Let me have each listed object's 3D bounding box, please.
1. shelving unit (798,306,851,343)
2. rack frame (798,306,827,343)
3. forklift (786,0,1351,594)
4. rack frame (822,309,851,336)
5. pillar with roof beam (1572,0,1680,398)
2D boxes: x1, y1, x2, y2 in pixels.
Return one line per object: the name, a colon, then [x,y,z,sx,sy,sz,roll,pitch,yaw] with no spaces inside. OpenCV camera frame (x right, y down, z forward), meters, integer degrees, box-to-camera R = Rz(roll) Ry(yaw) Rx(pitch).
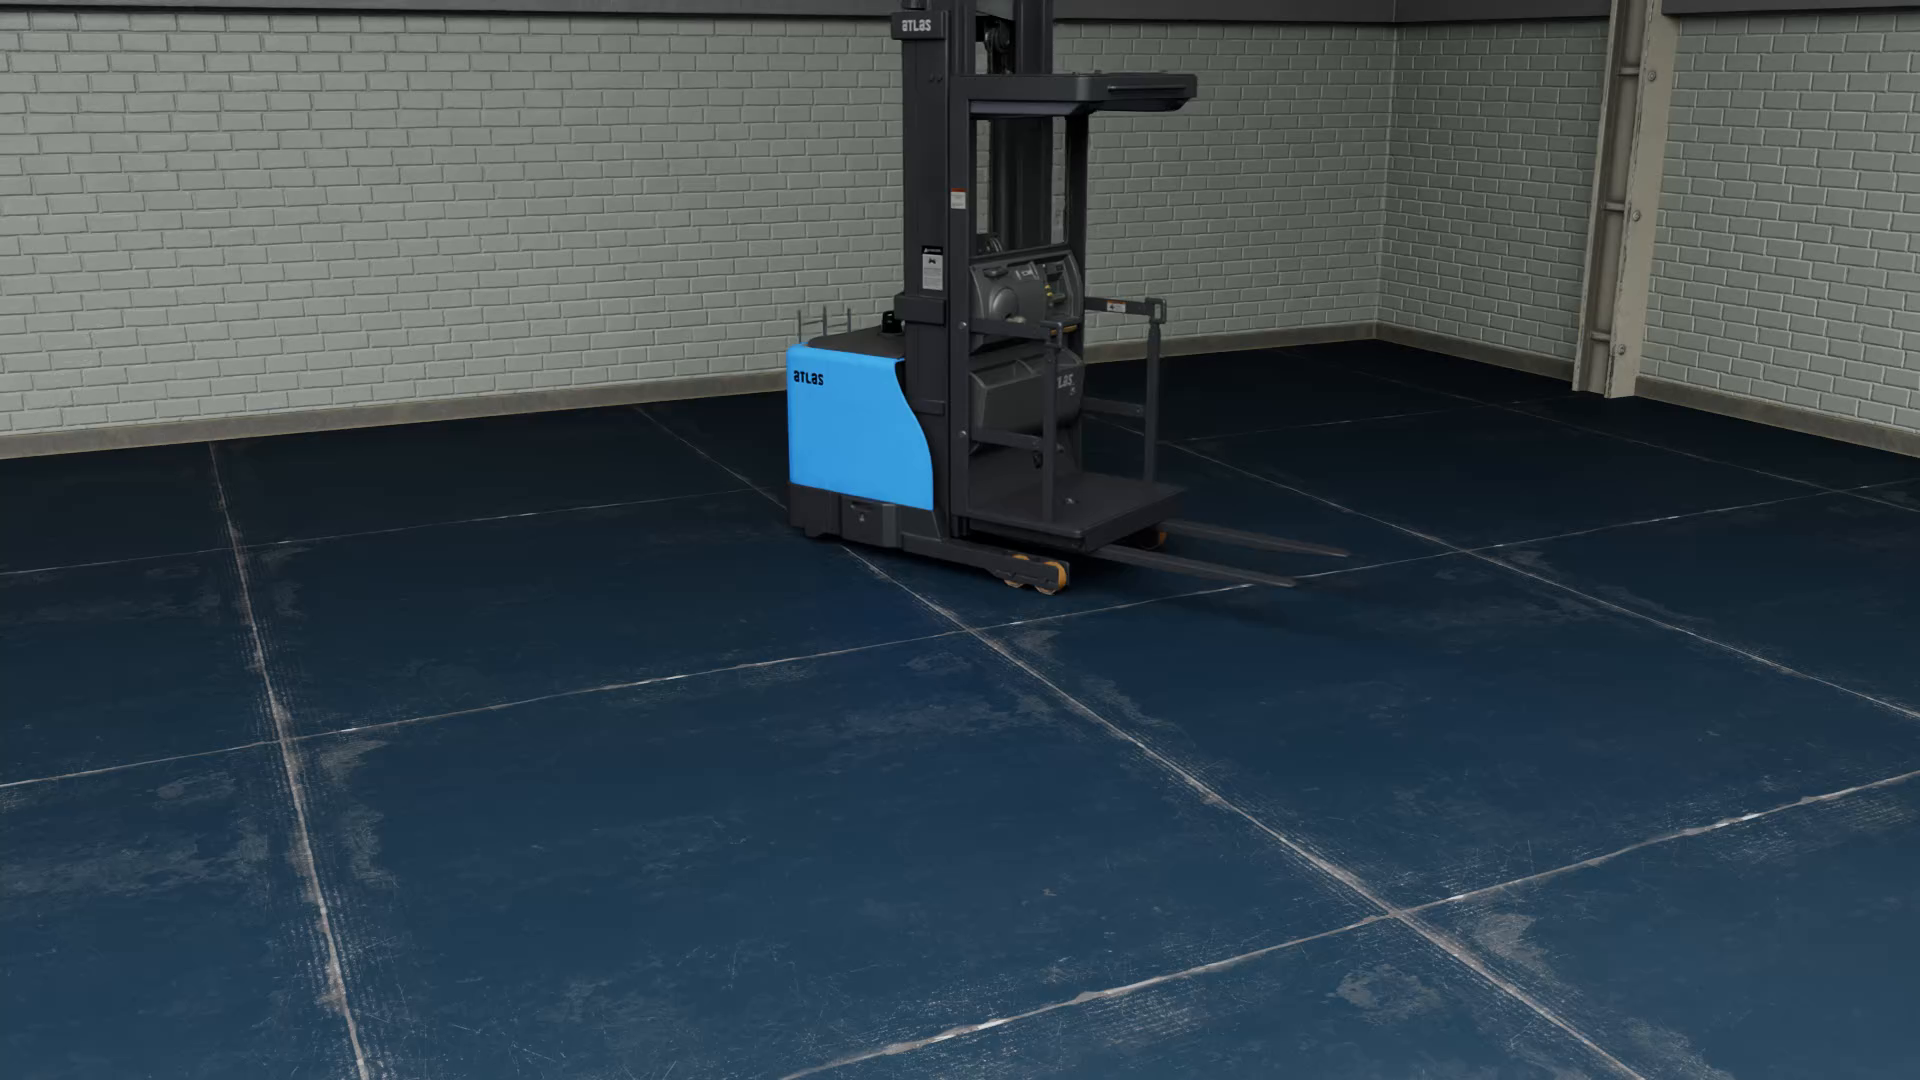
shelving unit: [-0.775,-0.737,9.642,0.189,1.200,0.258,12,20,35]
rack frame: [-0.848,-0.752,9.695,0.006,1.200,0.240,12,20,35]
forklift: [0.520,-1.303,8.476,3.031,2.935,1.130,12,20,35]
rack frame: [-0.701,-0.722,9.590,0.006,1.200,0.240,12,20,35]
pillar with roof beam: [1.315,-4.994,10.339,9.100,9.000,0.400,-8,18,-25]
